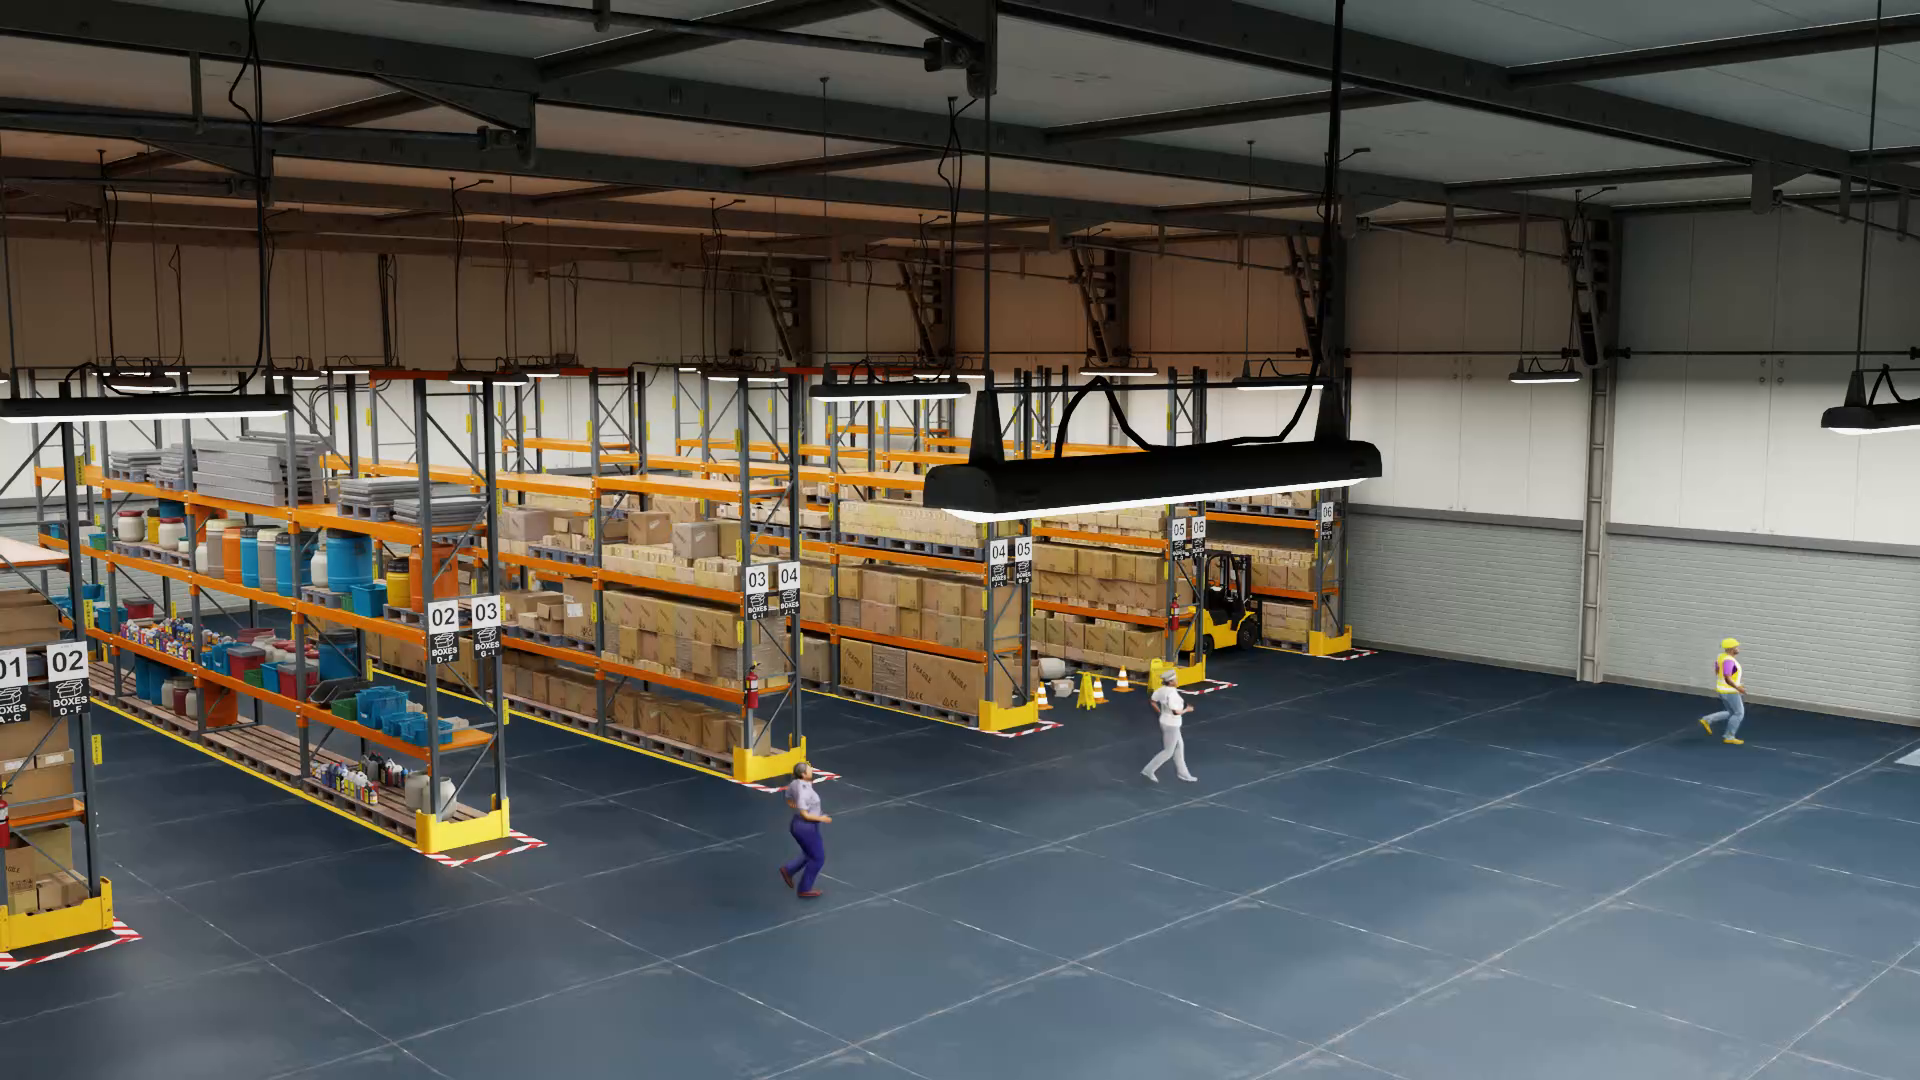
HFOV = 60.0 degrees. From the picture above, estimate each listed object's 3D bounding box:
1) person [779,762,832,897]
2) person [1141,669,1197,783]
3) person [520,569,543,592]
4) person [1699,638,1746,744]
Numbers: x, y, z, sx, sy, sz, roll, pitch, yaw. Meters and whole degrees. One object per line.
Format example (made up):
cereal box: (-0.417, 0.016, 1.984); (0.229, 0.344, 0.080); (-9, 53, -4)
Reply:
person: (-1.801, 3.359, 19.350); (0.571, 1.596, 0.603); (-2, 7, -19)
person: (3.070, 2.723, 24.316); (0.876, 1.699, 0.581); (-1, 7, -10)
person: (-9.319, 1.442, 36.250); (0.561, 1.639, 0.611); (-6, 9, -44)
person: (12.369, 2.436, 26.912); (0.665, 1.722, 0.722); (1, 7, 10)
